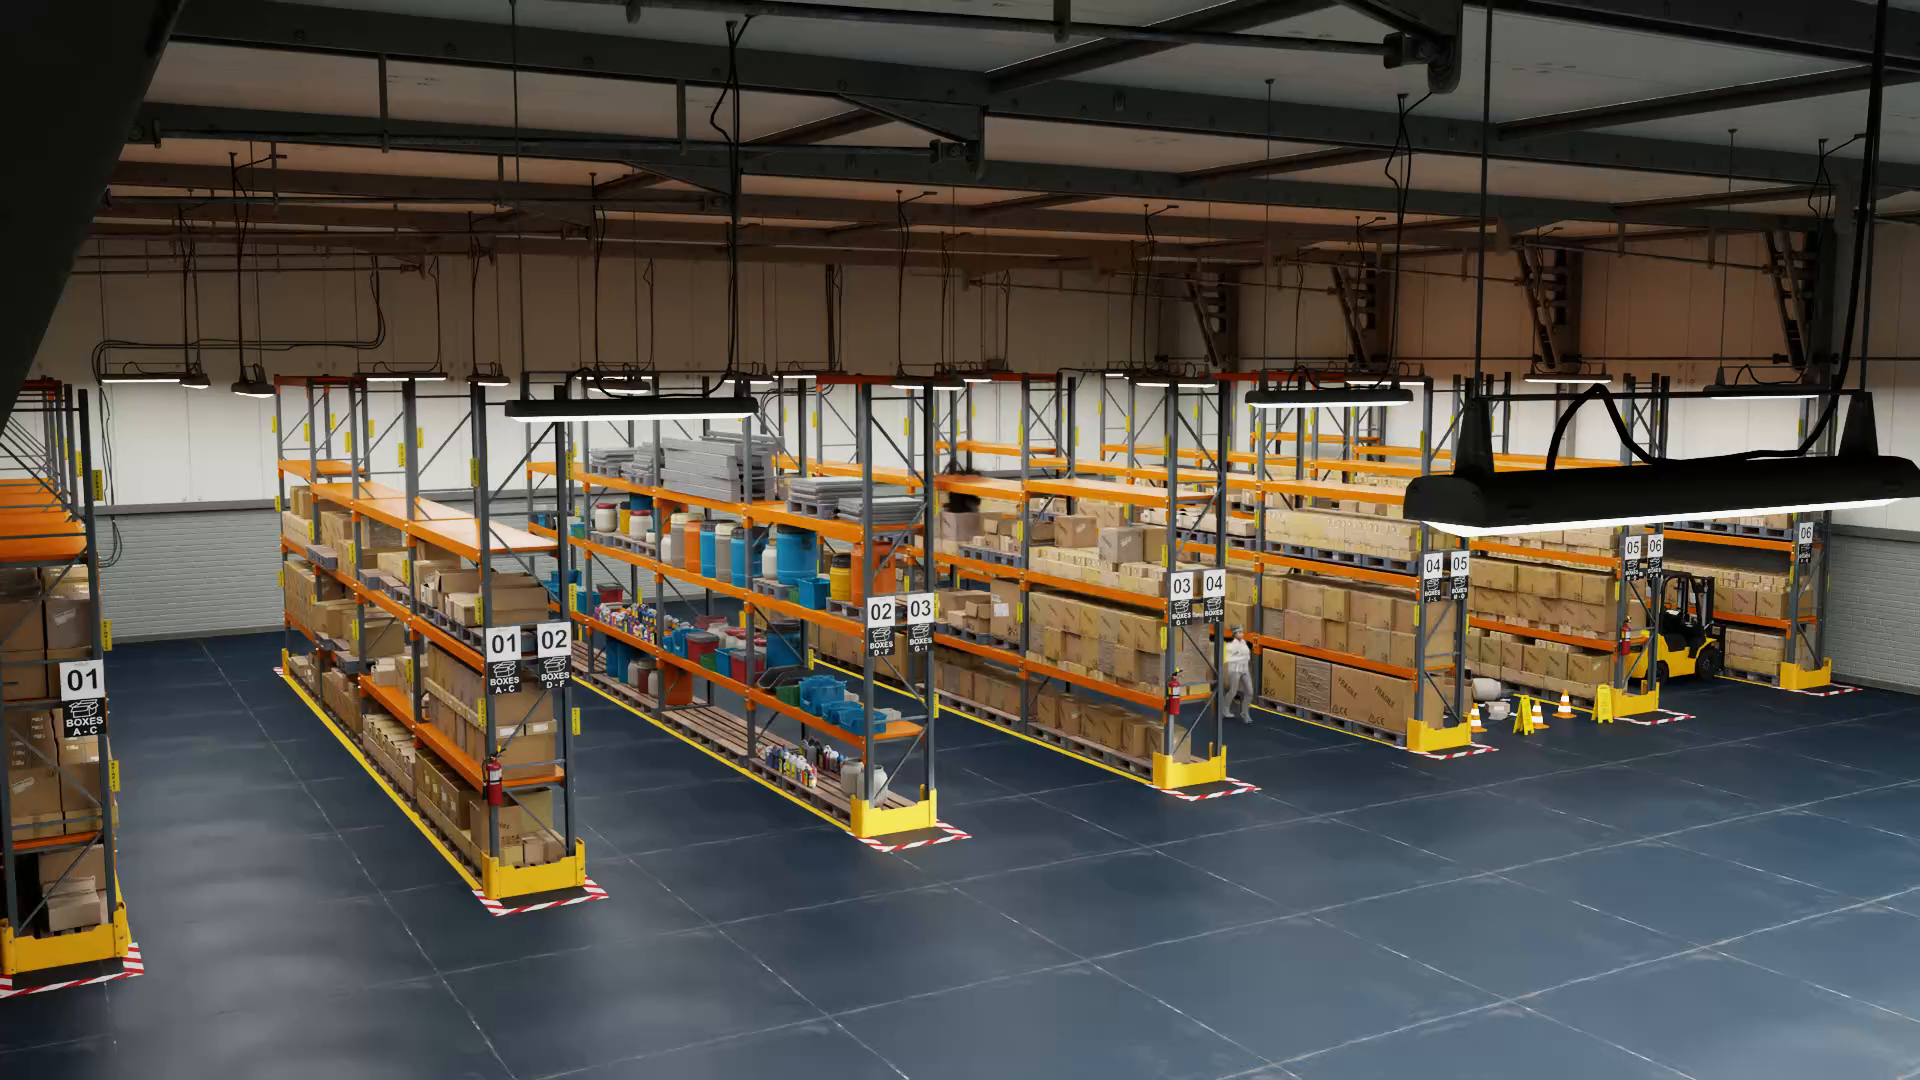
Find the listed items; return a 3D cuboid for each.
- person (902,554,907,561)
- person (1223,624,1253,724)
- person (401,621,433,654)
[{"bbox_3d":[-1.402,1.172,39.496,0.715,1.727,0.679,-2,7,-19],"label":"person"},{"bbox_3d":[4.853,2.323,28.962,0.594,1.745,0.712,-4,7,-32],"label":"person"},{"bbox_3d":[-10.906,1.778,33.625,0.726,1.741,0.952,-6,8,-42],"label":"person"}]
